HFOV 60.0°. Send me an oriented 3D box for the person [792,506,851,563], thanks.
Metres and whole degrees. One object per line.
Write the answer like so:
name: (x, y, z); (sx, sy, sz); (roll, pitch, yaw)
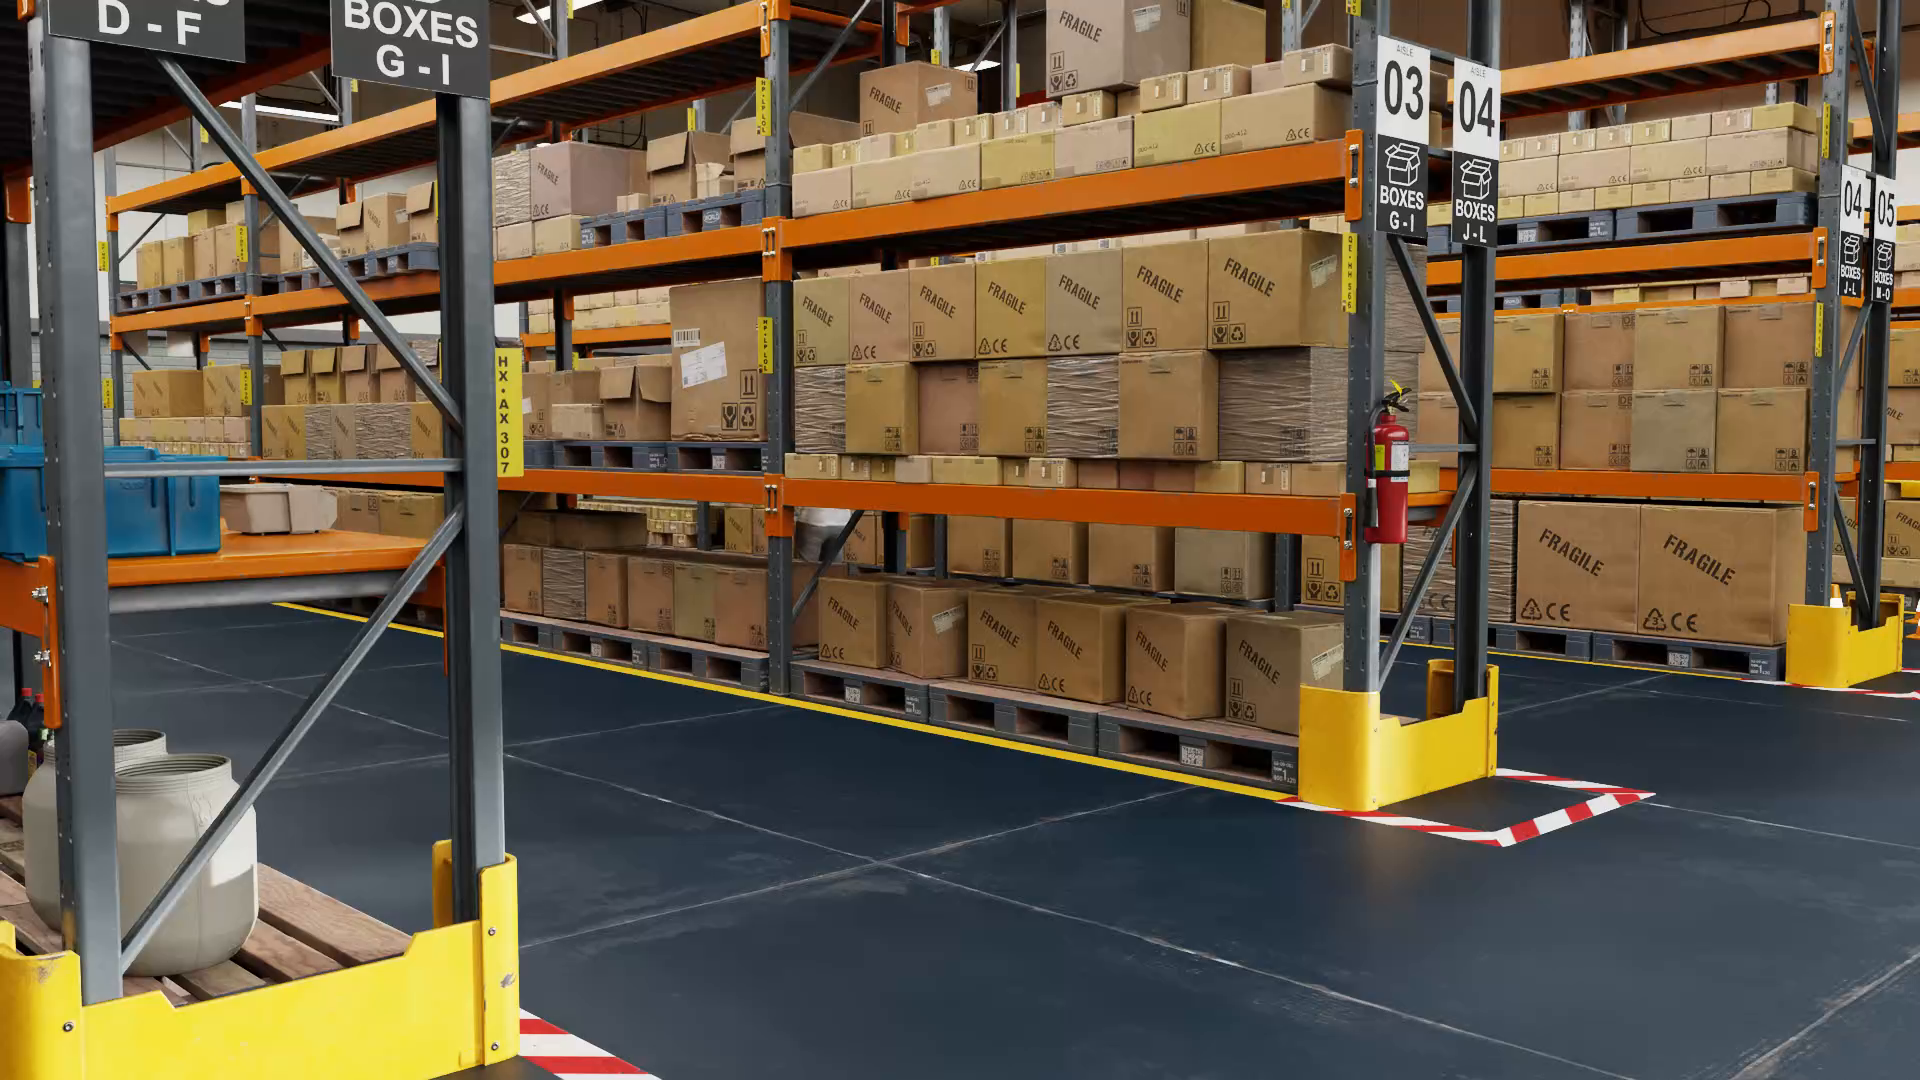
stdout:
person: (-1.074, -0.135, 12.565); (0.585, 1.771, 0.466); (-4, 5, -45)
